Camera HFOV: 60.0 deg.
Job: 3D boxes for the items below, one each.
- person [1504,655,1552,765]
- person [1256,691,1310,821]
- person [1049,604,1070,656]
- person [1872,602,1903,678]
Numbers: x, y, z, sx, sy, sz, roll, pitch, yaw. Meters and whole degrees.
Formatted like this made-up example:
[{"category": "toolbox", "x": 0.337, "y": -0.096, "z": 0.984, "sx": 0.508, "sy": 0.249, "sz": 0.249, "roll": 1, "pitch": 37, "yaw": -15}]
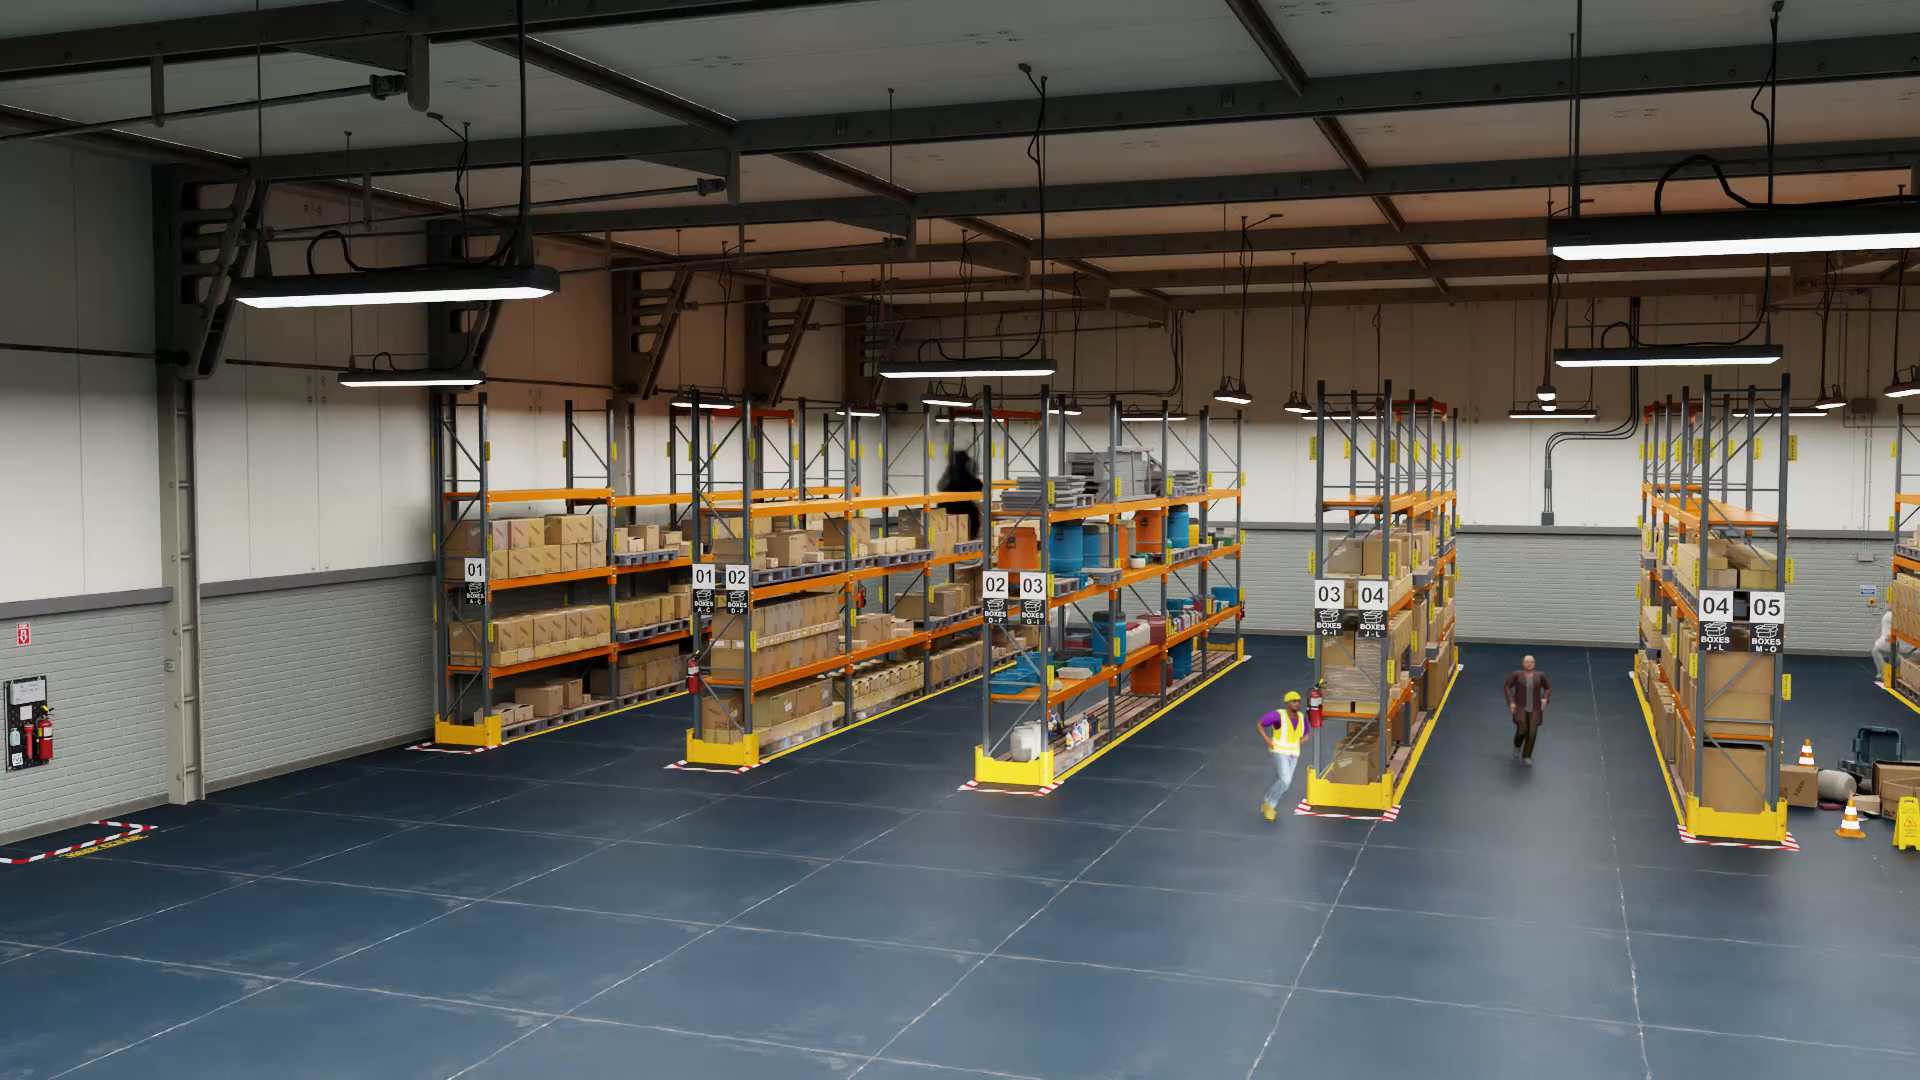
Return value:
[{"category": "person", "x": 9.107, "y": 2.715, "z": 26.639, "sx": 0.727, "sy": 1.747, "sz": 0.633, "roll": 1, "pitch": 3, "yaw": 10}, {"category": "person", "x": 4.441, "y": 2.935, "z": 22.669, "sx": 0.695, "sy": 1.764, "sz": 0.619, "roll": -2, "pitch": 3, "yaw": -27}, {"category": "person", "x": 2.095, "y": 1.924, "z": 36.240, "sx": 0.574, "sy": 1.717, "sz": 0.834, "roll": 0, "pitch": 3, "yaw": 7}, {"category": "person", "x": 20.421, "y": 2.200, "z": 36.449, "sx": 0.745, "sy": 1.805, "sz": 0.770, "roll": 3, "pitch": 4, "yaw": 44}]
